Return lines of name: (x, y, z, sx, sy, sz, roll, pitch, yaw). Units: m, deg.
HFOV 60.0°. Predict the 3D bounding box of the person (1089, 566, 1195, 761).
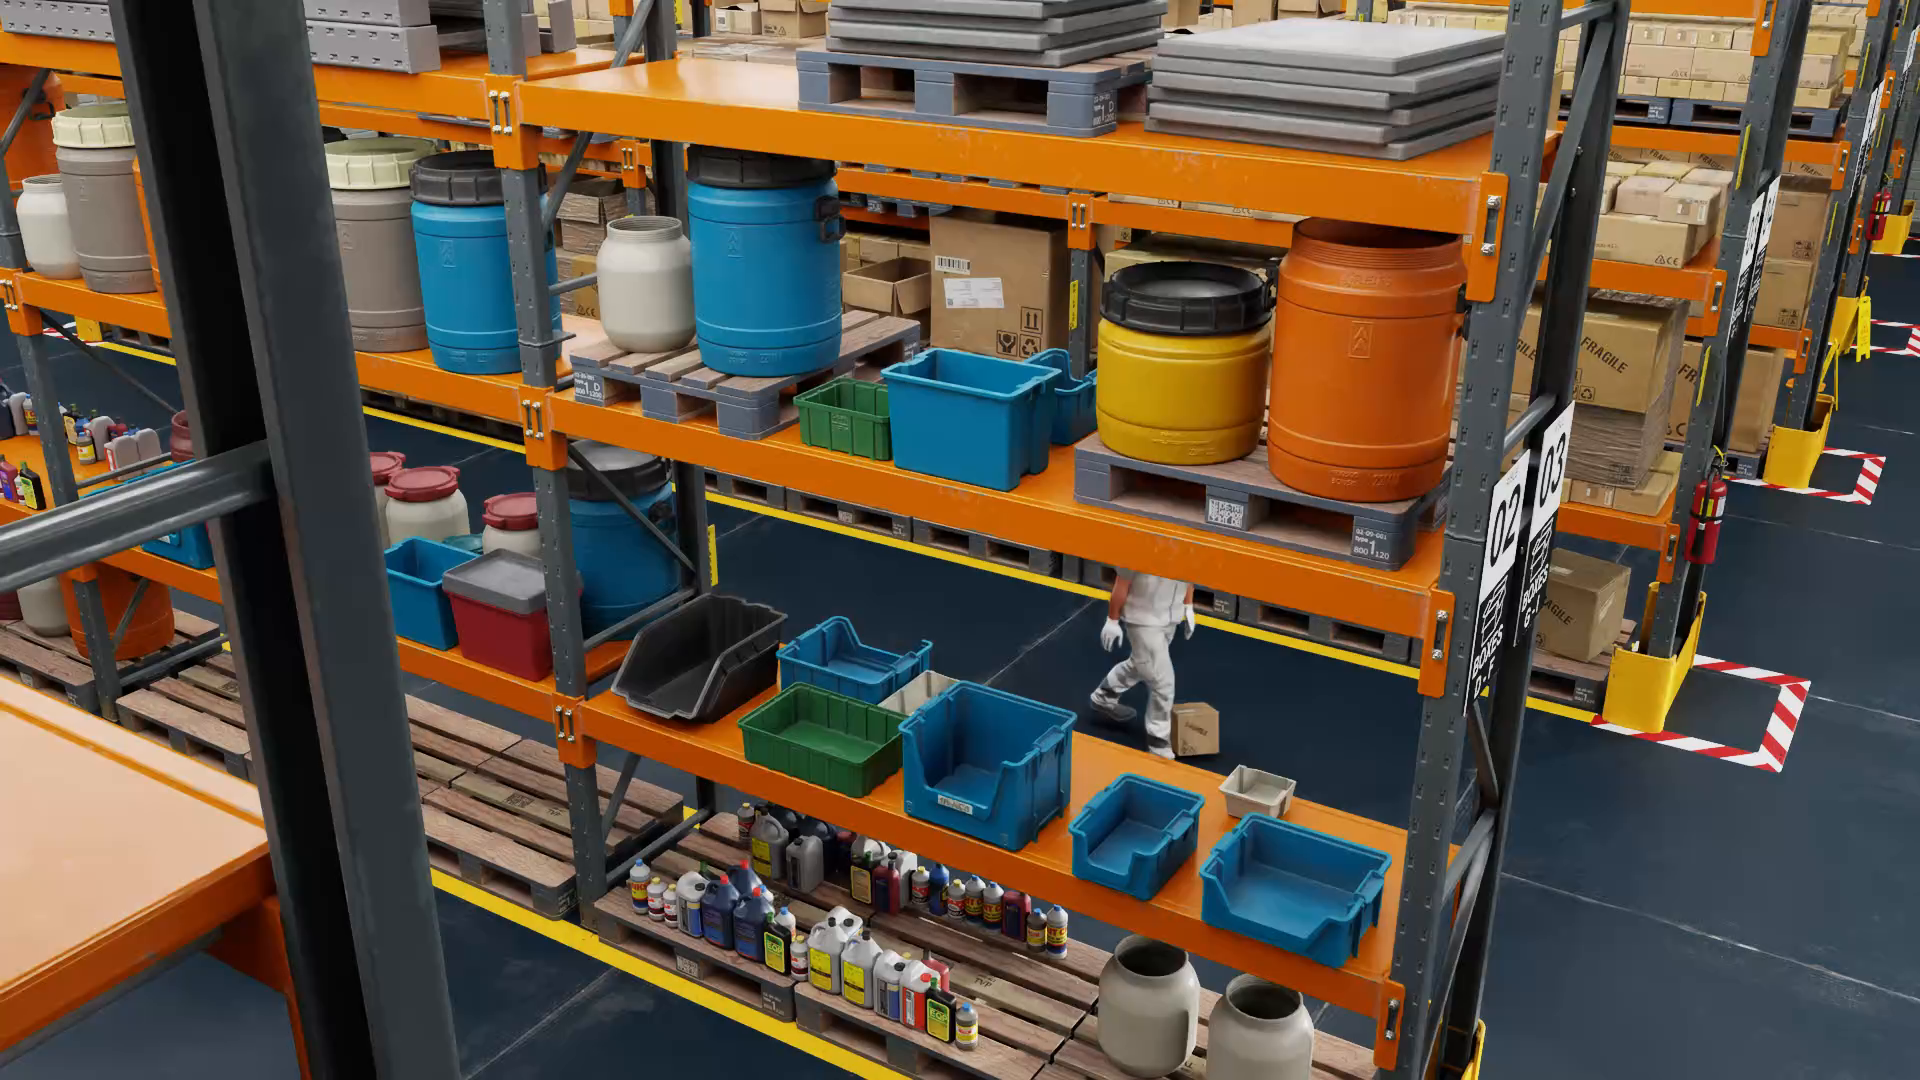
person: (1.096, 0.439, 9.543, 0.567, 1.748, 0.962, -19, 30, -38)
